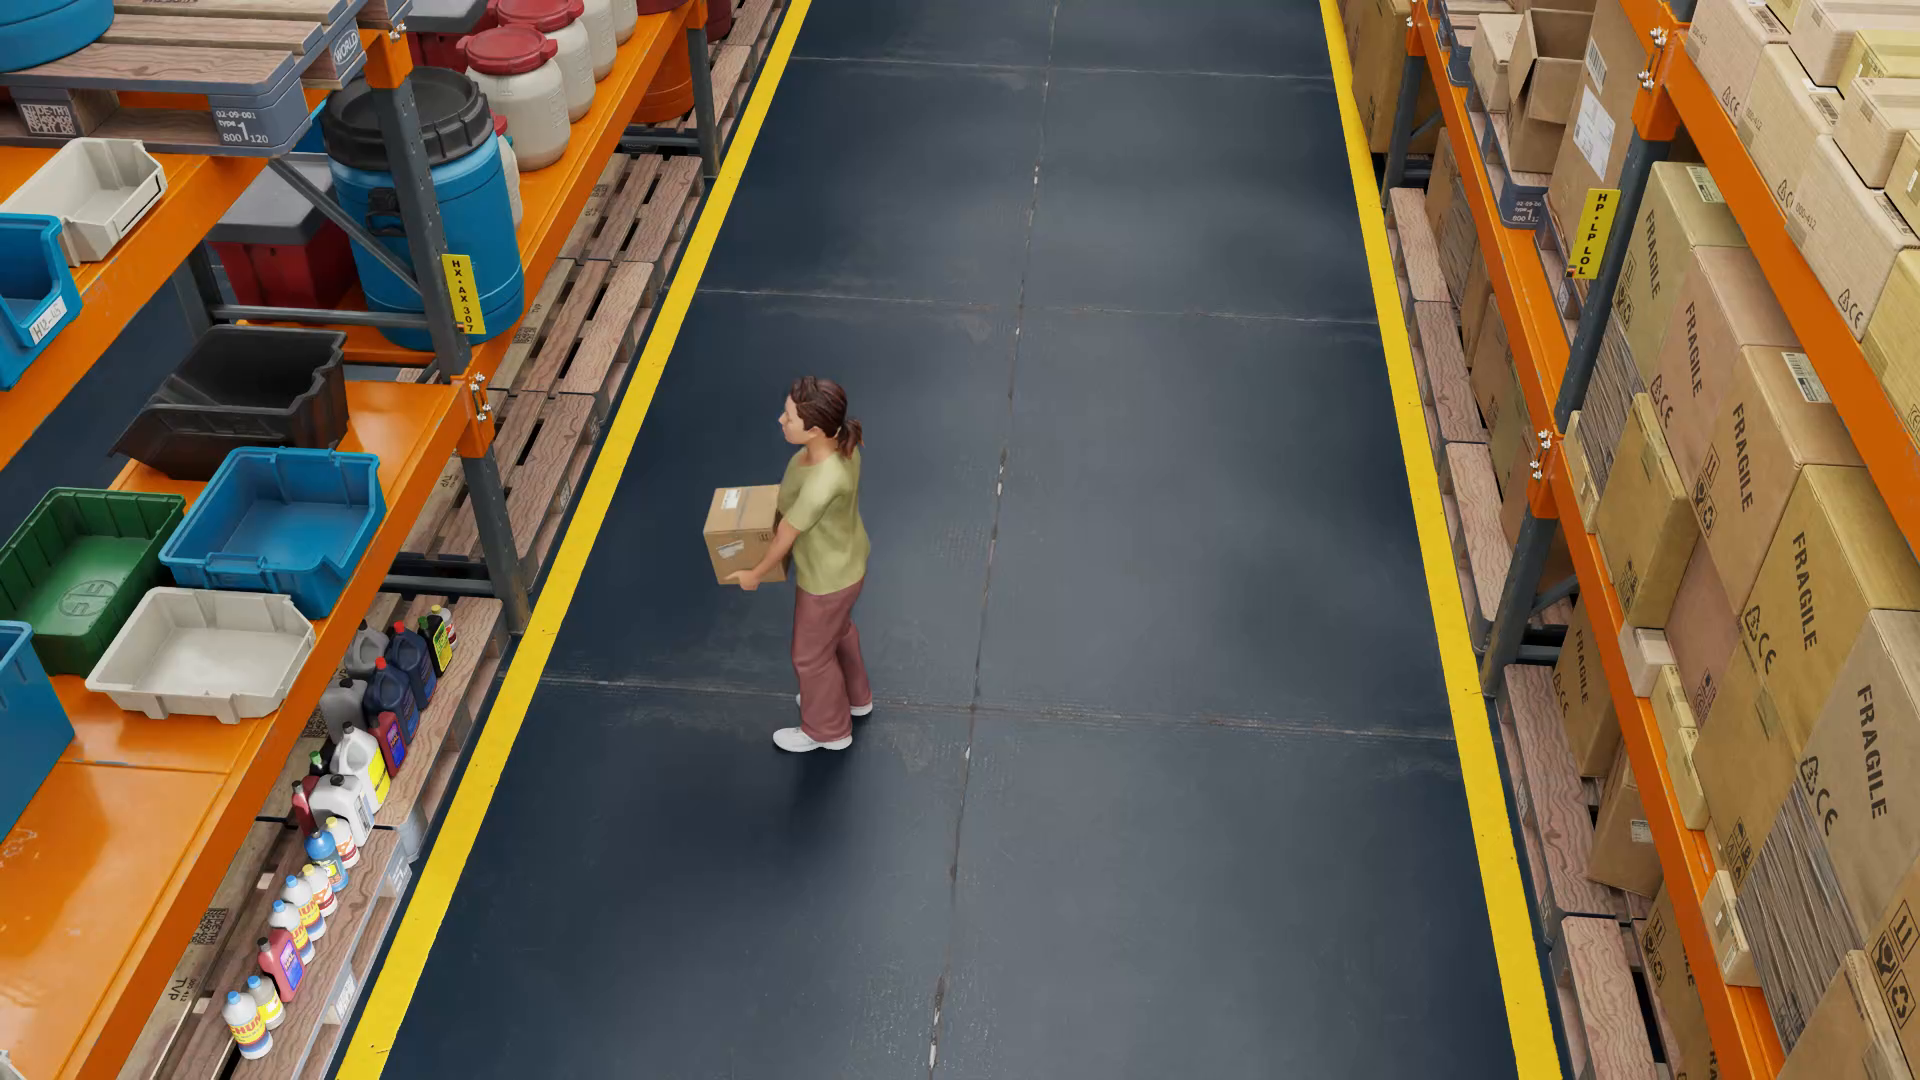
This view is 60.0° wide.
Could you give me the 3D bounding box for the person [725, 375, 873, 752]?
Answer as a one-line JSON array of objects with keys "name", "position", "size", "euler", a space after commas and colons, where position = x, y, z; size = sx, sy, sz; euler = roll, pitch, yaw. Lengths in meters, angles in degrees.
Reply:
[{"name": "person", "position": [-0.572, 0.107, 6.040], "size": [0.514, 1.669, 0.406], "euler": [3, 40, 3]}]
